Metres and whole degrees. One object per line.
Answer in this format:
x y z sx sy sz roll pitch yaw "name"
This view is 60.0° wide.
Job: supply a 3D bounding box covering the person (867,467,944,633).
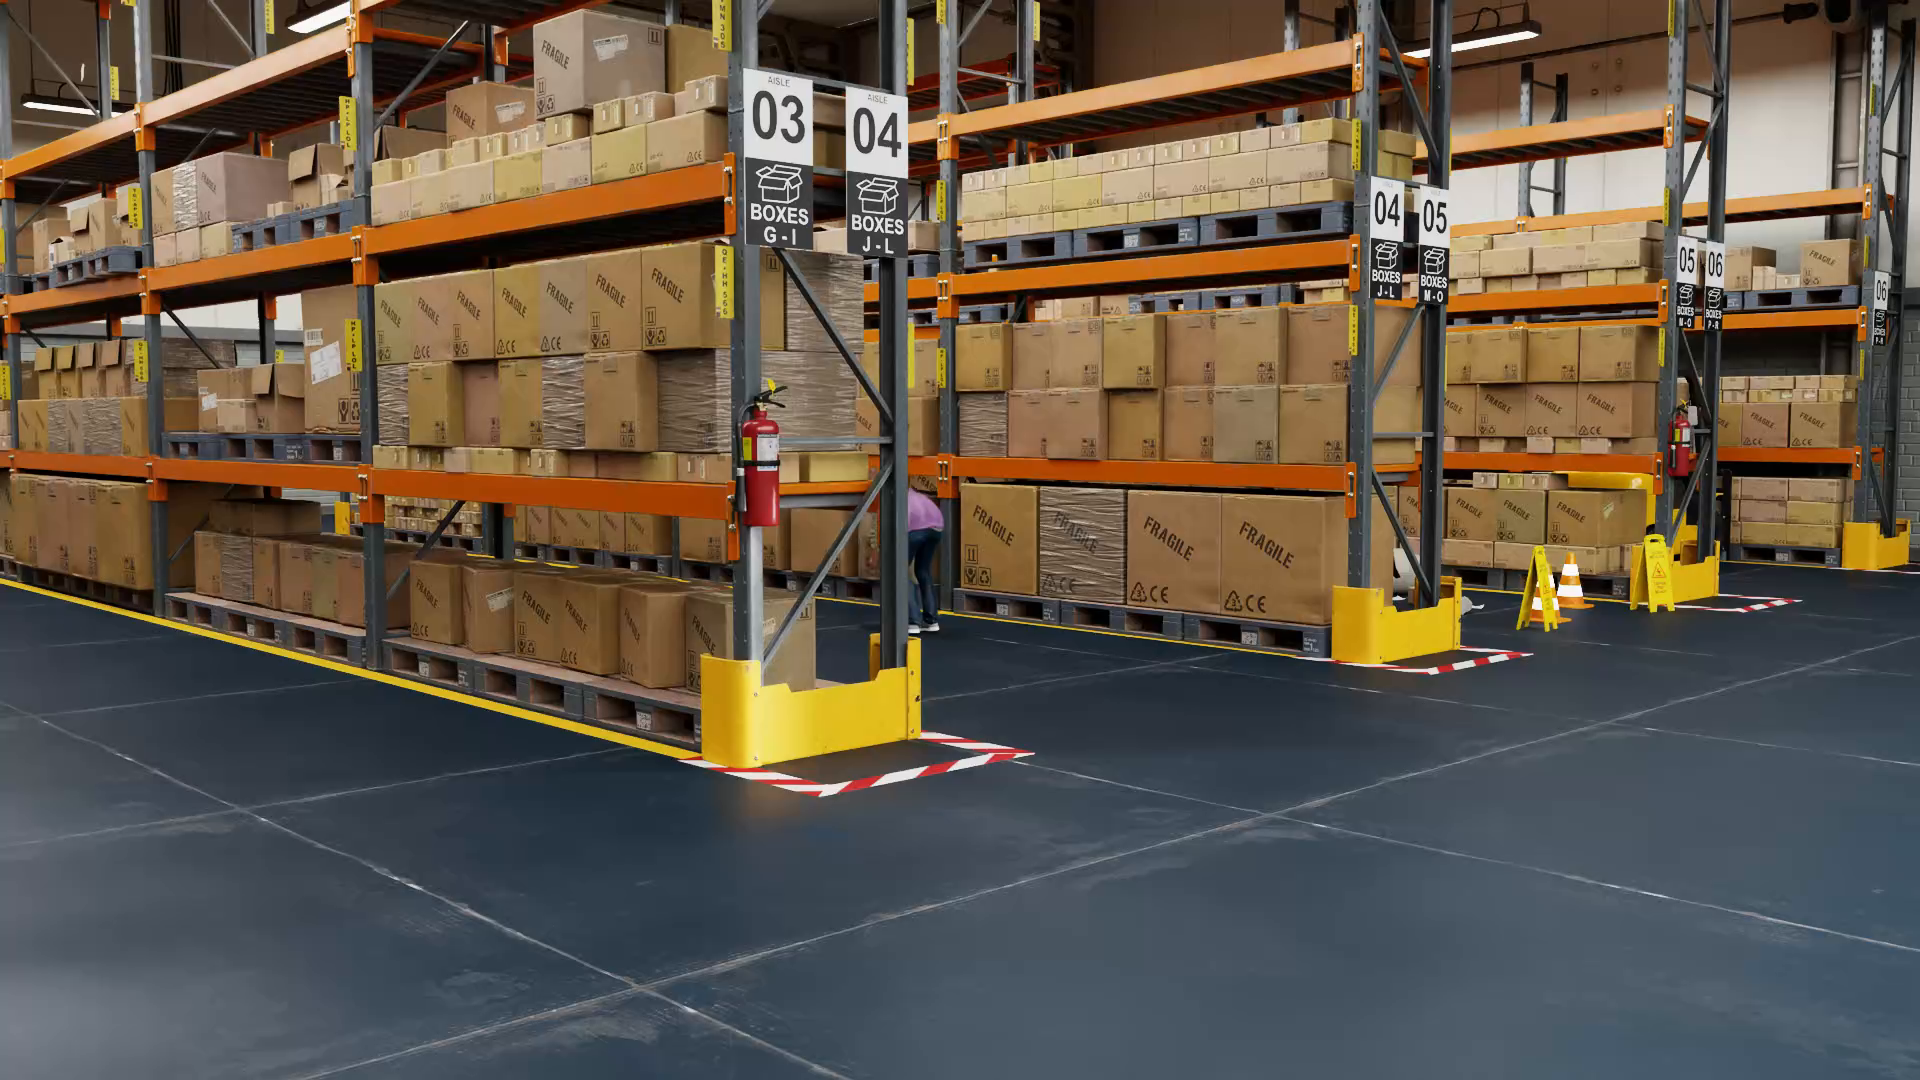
-0.468 0.084 12.694 0.810 1.230 0.380 4 6 45 "person"
